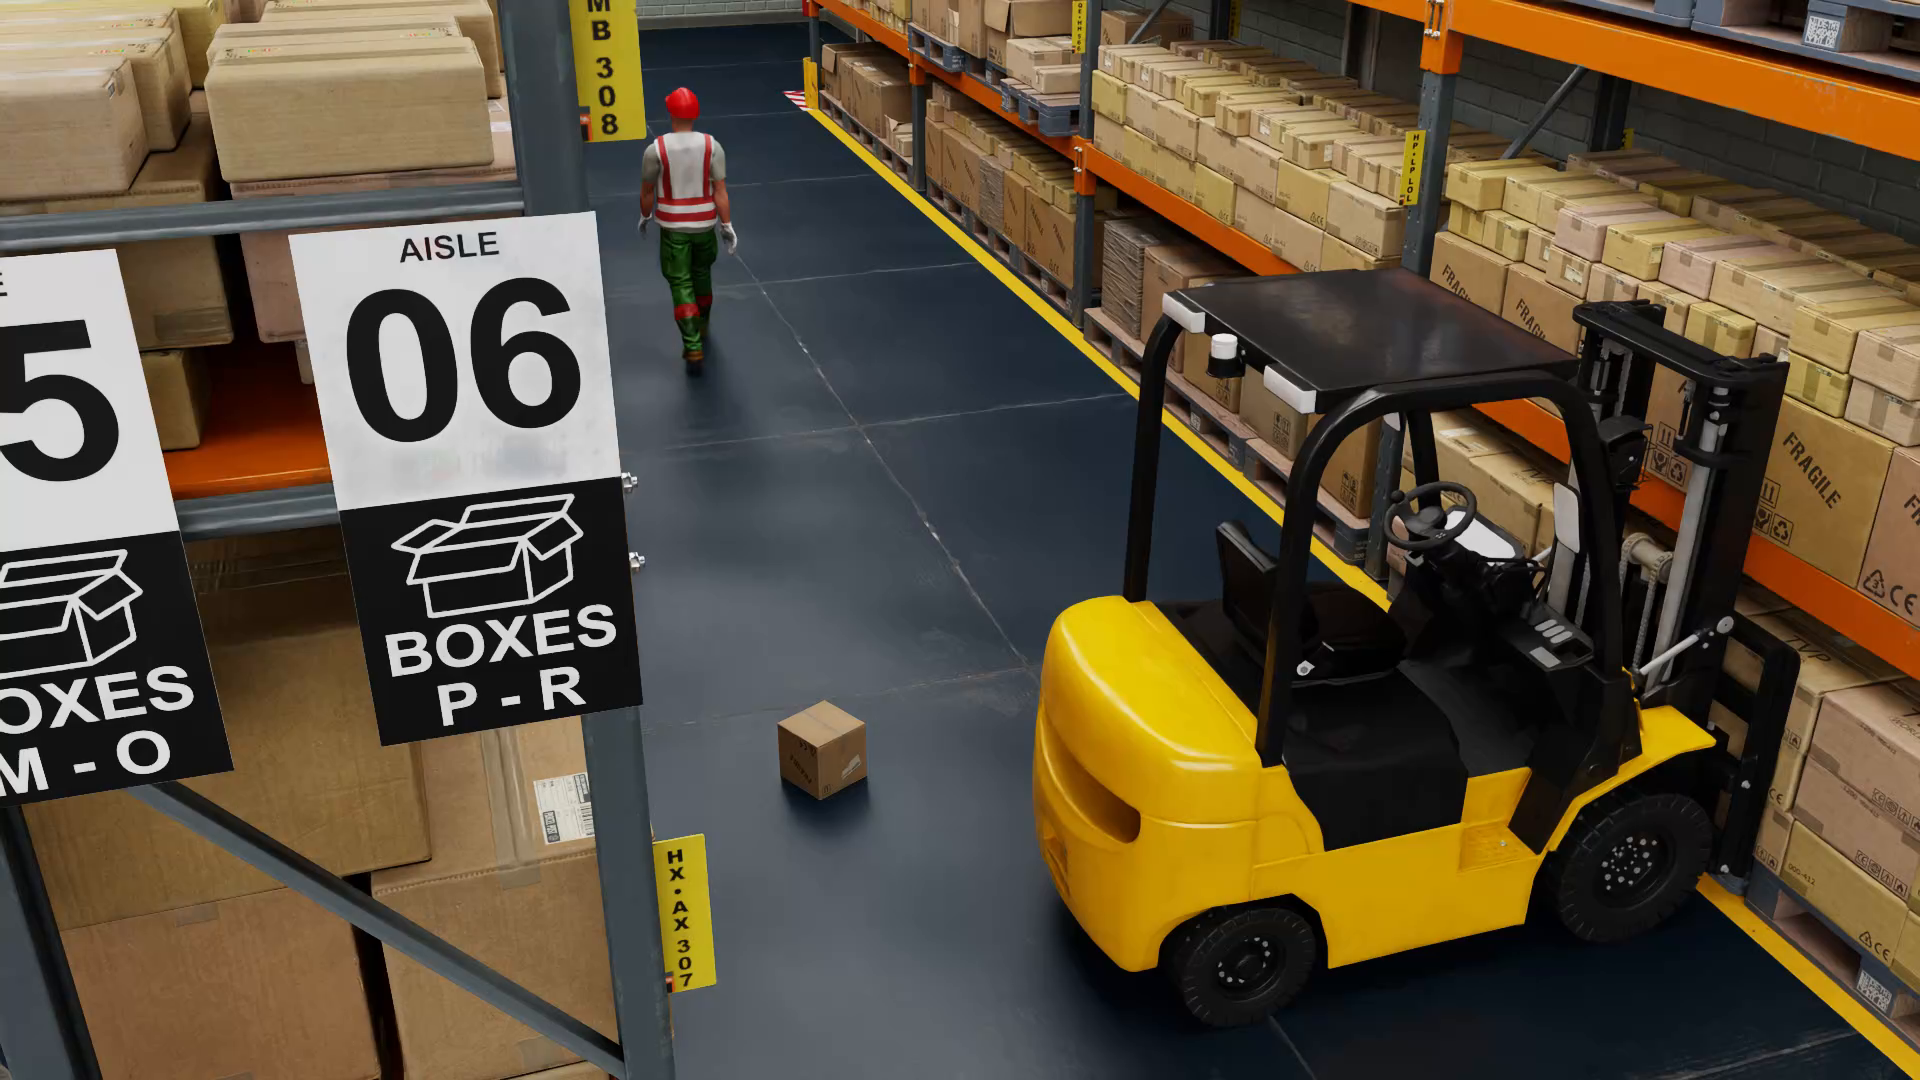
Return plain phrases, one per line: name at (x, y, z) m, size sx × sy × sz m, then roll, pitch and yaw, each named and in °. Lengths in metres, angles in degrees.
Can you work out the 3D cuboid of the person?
person at (-1.792, -2.077, 10.842) m, size 0.587 × 1.748 × 1.022 m, roll -9°, pitch 27°, yaw -17°
